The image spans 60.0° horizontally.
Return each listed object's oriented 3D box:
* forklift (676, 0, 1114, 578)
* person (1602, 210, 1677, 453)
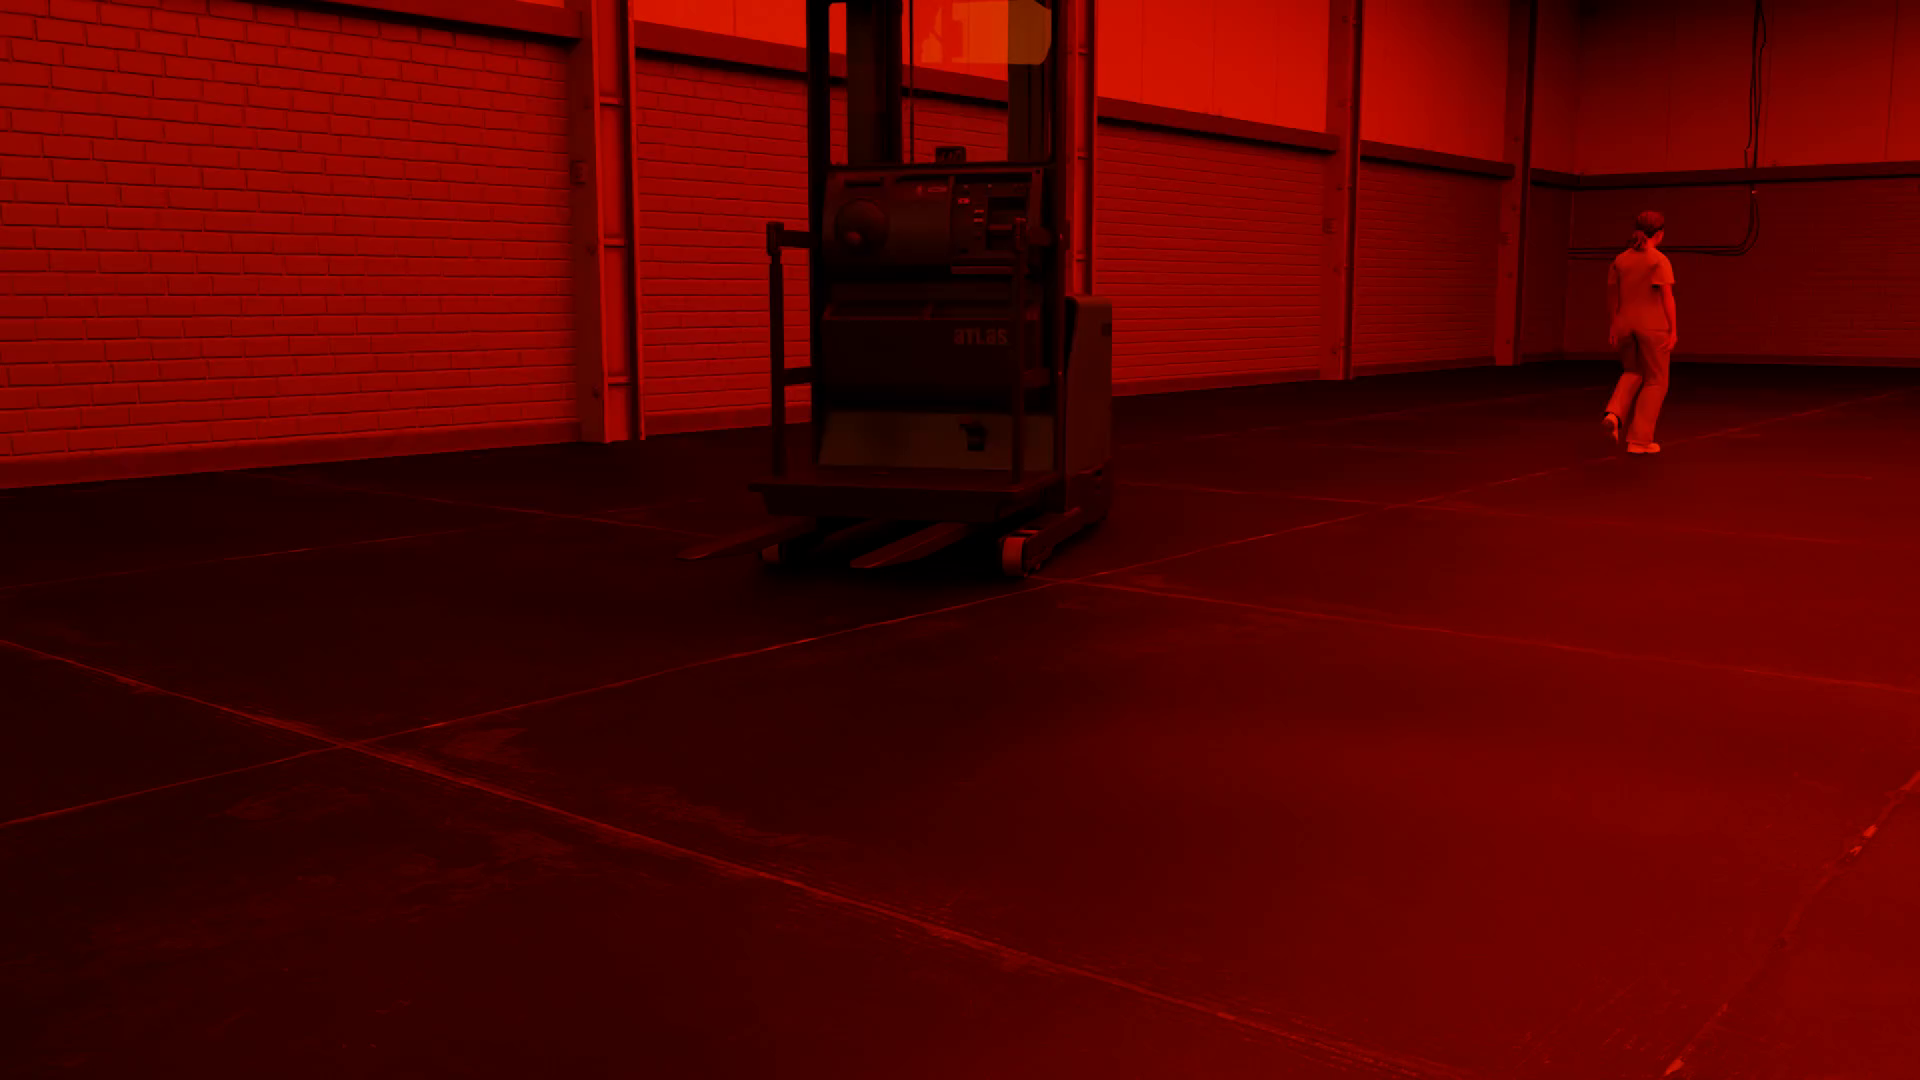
[{"bbox_3d":[-0.176,-1.366,6.616,1.130,2.935,3.031,3,9,17],"label":"forklift"},{"bbox_3d":[4.726,-1.431,11.477,0.459,1.655,0.587,-6,10,-34],"label":"person"}]
